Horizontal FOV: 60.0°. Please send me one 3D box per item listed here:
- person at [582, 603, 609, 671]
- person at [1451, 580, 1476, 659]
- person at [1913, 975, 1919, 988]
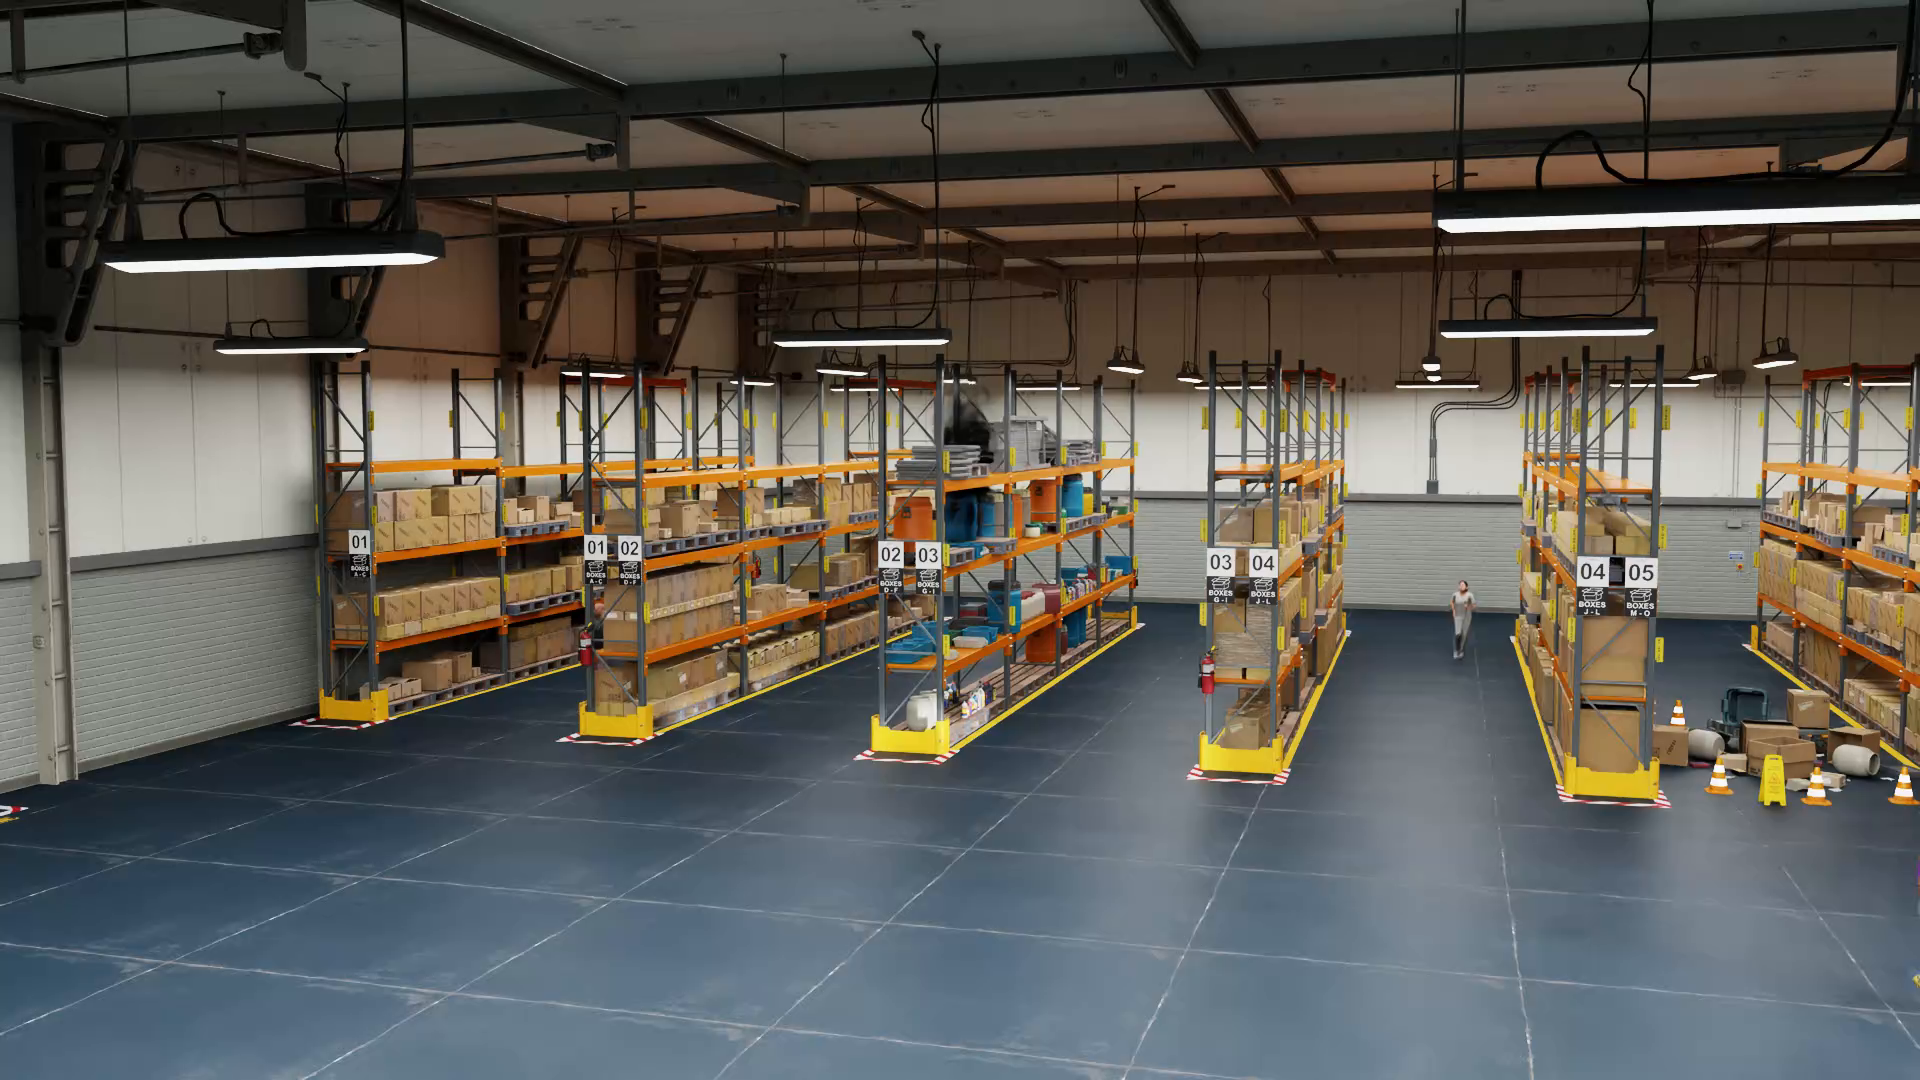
[{"bbox_3d":[-6.499,2.016,30.045,0.669,1.777,0.726,1,4,12],"label":"person"},{"bbox_3d":[10.580,1.725,35.012,0.528,1.580,0.669,2,4,21],"label":"person"},{"bbox_3d":[8.348,3.149,13.900,0.693,1.725,0.504,-4,6,-42],"label":"person"}]
